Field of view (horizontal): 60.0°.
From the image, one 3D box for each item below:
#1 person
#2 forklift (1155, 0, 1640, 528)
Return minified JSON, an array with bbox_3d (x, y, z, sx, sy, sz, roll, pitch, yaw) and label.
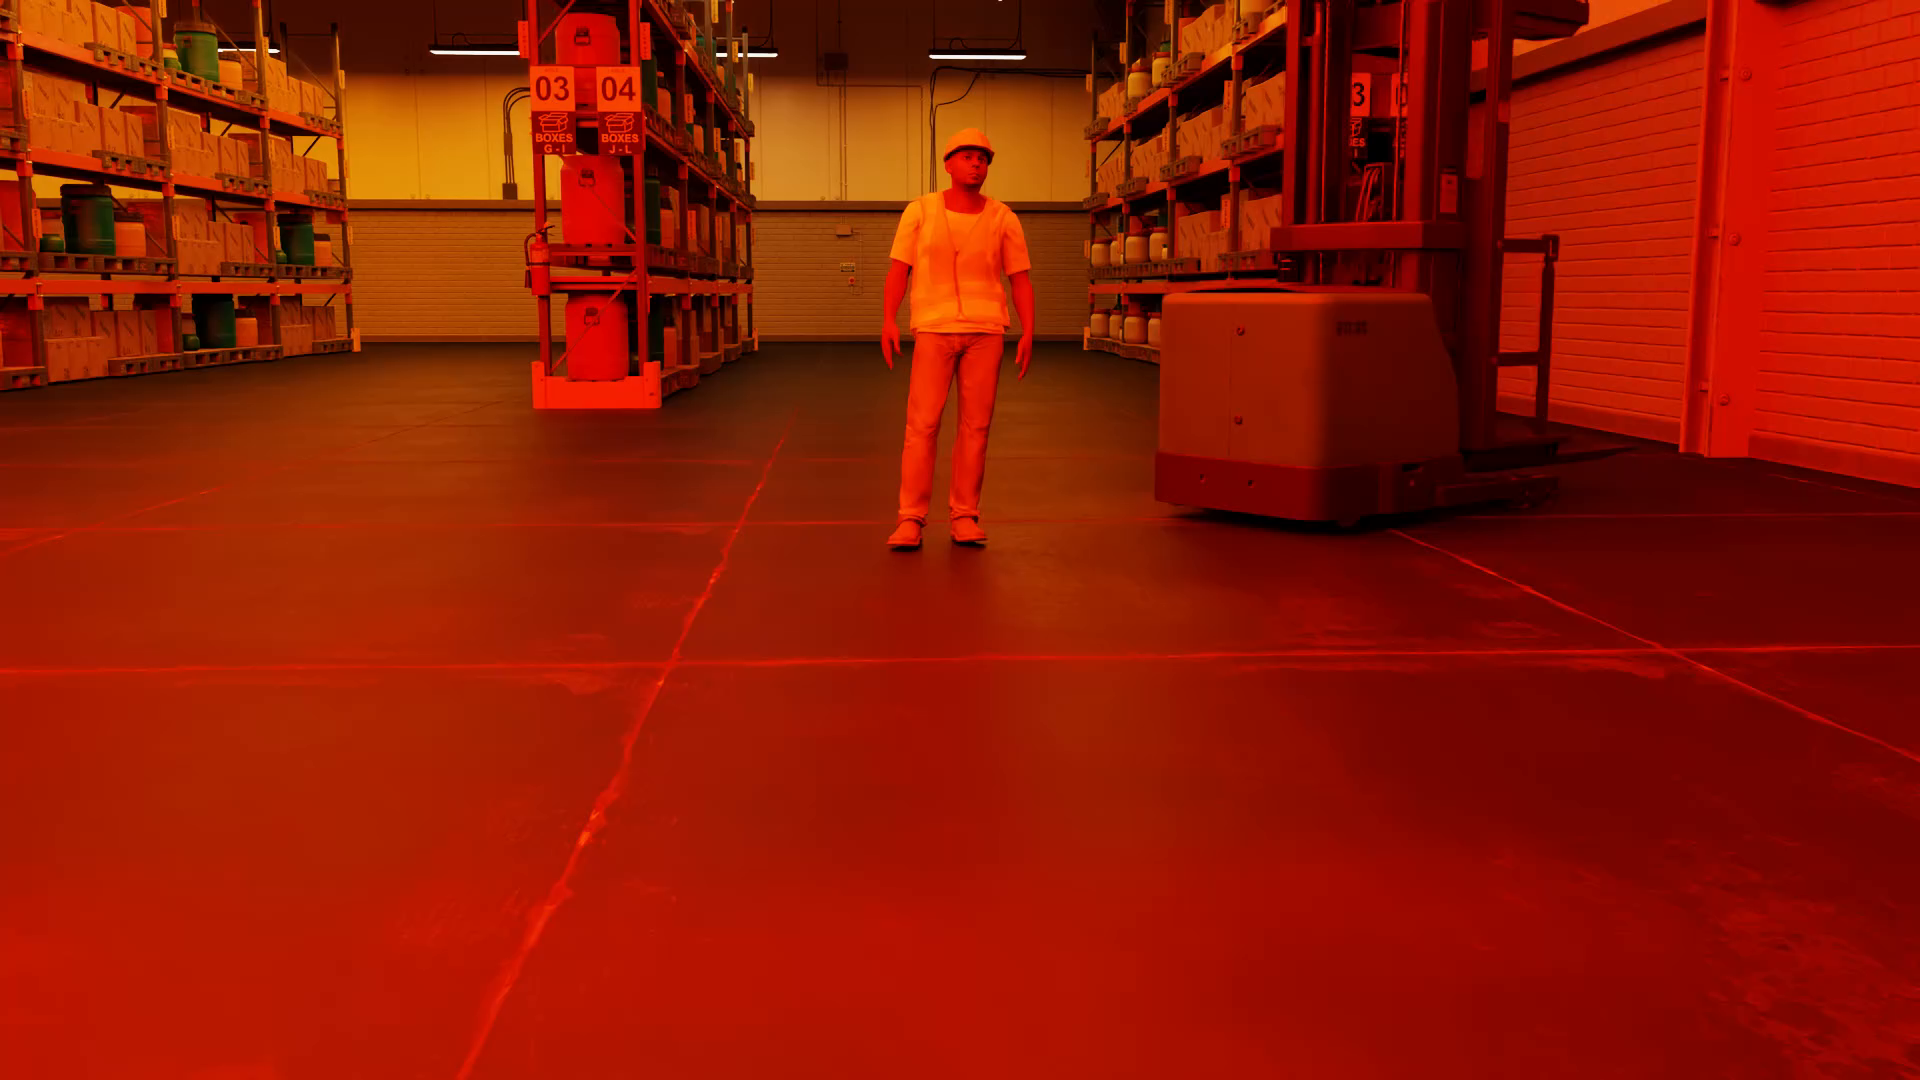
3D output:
[{"bbox_3d":[-0.002,-0.871,7.110,0.665,1.765,0.577,-1,8,-4],"label":"person"},{"bbox_3d":[2.422,-1.654,8.468,3.031,2.935,1.130,-7,11,-38],"label":"forklift"}]
